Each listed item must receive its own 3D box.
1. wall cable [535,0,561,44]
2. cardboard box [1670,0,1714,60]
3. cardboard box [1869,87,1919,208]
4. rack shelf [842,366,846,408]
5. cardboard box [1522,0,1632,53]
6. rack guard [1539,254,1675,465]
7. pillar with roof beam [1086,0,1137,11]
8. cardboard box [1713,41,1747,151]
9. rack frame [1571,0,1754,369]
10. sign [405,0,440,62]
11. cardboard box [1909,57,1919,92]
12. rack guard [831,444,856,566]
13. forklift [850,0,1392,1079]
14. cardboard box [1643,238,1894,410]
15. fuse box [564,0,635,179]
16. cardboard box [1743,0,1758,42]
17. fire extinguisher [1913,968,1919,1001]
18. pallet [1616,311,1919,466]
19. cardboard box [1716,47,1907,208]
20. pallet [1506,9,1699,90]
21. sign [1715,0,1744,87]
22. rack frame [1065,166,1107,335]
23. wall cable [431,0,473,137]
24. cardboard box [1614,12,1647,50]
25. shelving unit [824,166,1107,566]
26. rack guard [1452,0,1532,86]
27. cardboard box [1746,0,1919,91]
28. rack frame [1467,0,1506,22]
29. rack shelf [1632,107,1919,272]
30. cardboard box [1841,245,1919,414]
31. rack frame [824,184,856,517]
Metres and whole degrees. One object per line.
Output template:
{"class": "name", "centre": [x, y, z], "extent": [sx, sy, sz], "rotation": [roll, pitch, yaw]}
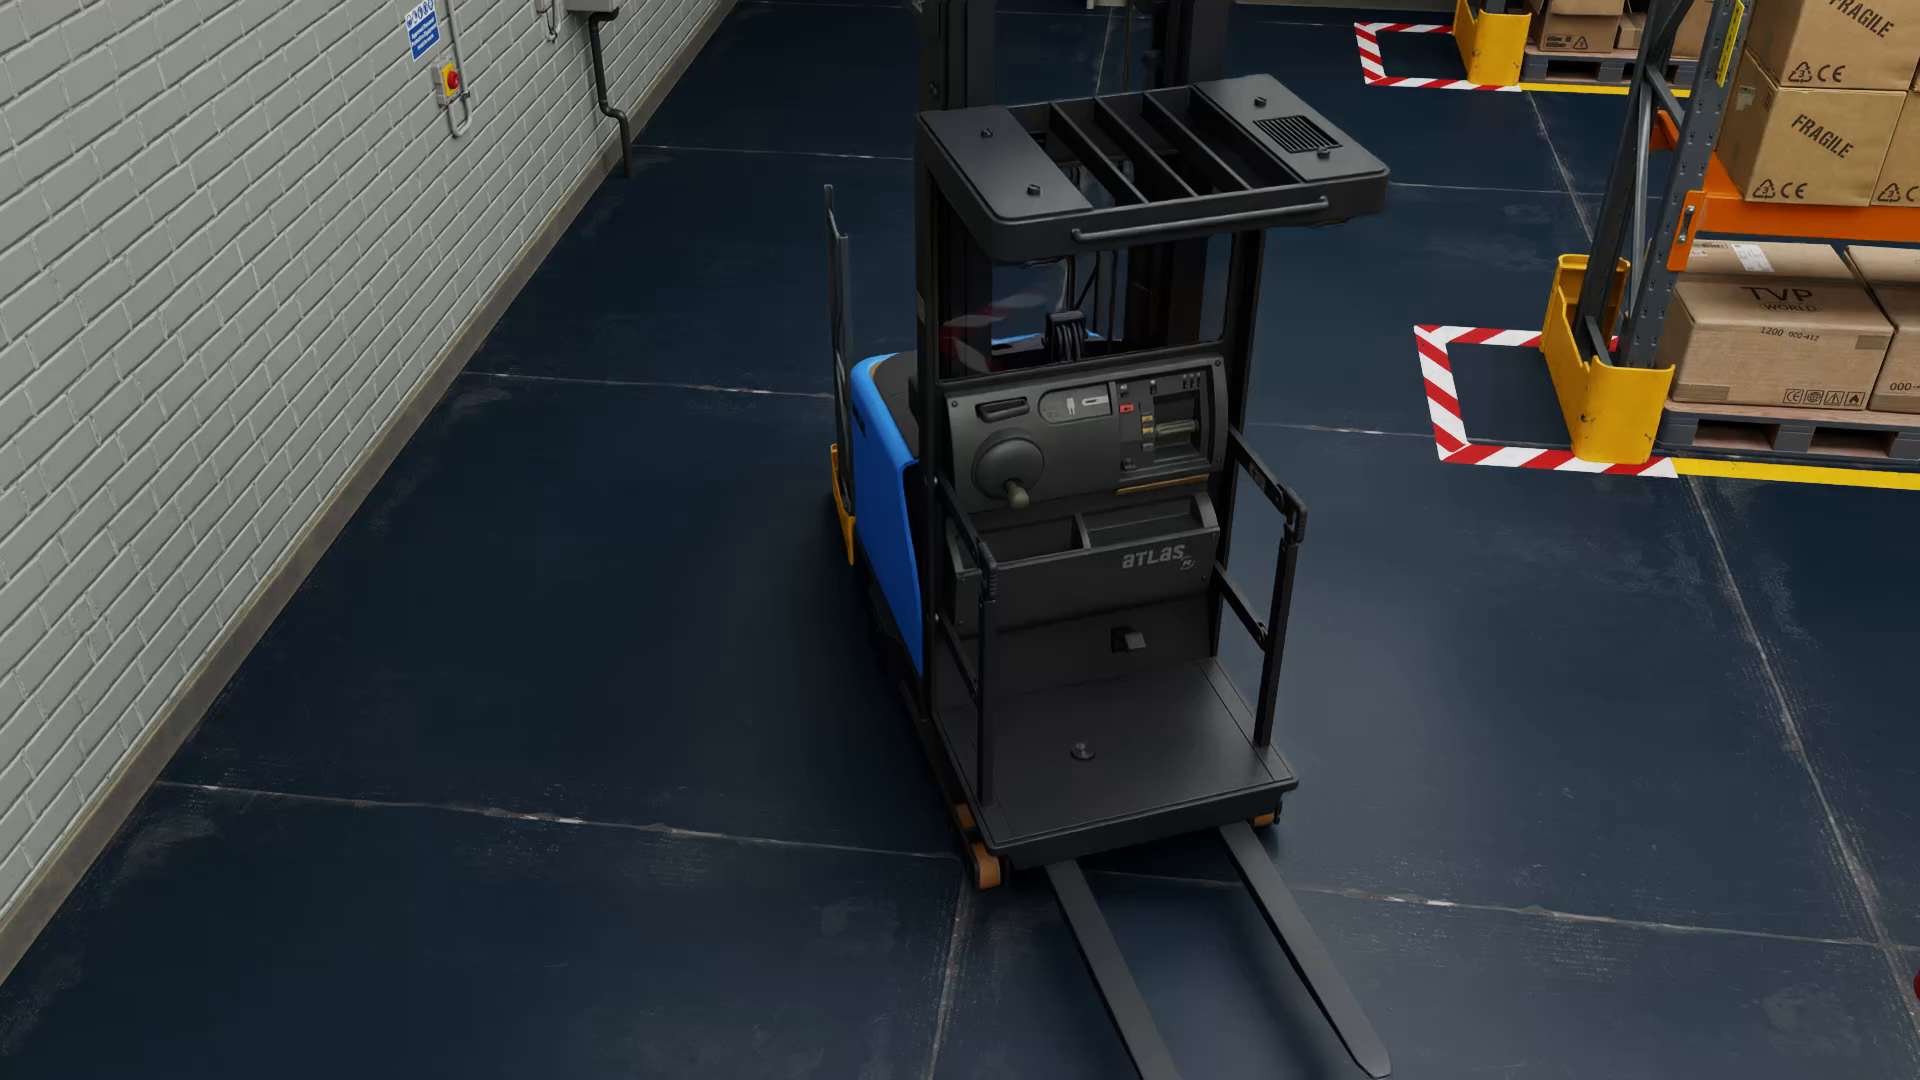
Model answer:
{"class": "wall cable", "centre": [-2.284, -3.548, 8.765], "extent": [0.122, 1.984, 0.588], "rotation": [4, 36, 6]}
{"class": "cardboard box", "centre": [5.209, -3.741, 11.700], "extent": [0.500, 0.500, 0.700], "rotation": [6, 36, 8]}
{"class": "cardboard box", "centre": [4.087, -1.731, 7.008], "extent": [0.500, 0.500, 0.500], "rotation": [4, 36, 5]}
{"class": "rack shelf", "centre": [0.015, -0.579, 7.080], "extent": [1.000, 0.185, 0.538], "rotation": [-6, 36, -9]}
{"class": "cardboard box", "centre": [4.366, -3.828, 11.819], "extent": [0.637, 0.503, 0.797], "rotation": [3, 36, 4]}
{"class": "rack guard", "centre": [3.119, -0.897, 8.077], "extent": [0.348, 0.500, 1.175], "rotation": [4, 36, 6]}
{"class": "pillar with roof beam", "centre": [0.663, -5.453, 7.145], "extent": [0.400, 9.000, 9.100], "rotation": [4, 36, 6]}
{"class": "cardboard box", "centre": [3.655, -2.070, 7.483], "extent": [0.500, 0.500, 0.500], "rotation": [4, 36, 6]}
{"class": "rack frame", "centre": [3.143, -1.913, 7.348], "extent": [0.127, 3.000, 1.000], "rotation": [4, 36, 6]}
{"class": "sign", "centre": [-2.520, -2.403, 7.803], "extent": [0.001, 0.218, 0.327], "rotation": [4, 36, 6]}
{"class": "cardboard box", "centre": [4.096, -2.127, 6.701], "extent": [0.500, 0.500, 0.500], "rotation": [3, 36, 5]}
{"class": "rack guard", "centre": [-0.483, -0.162, 7.262], "extent": [0.087, 0.250, 0.587], "rotation": [-6, 36, -9]}
{"class": "forklift", "centre": [0.476, -0.277, 5.115], "extent": [1.130, 2.935, 3.031], "rotation": [-10, 37, -14]}
{"class": "cardboard box", "centre": [3.810, -1.050, 7.983], "extent": [0.875, 0.438, 0.875], "rotation": [3, 36, 4]}
{"class": "fuse box", "centre": [-2.041, -2.992, 9.969], "extent": [0.414, 1.711, 0.539], "rotation": [4, 36, 6]}
{"class": "cardboard box", "centre": [3.651, -2.462, 7.171], "extent": [0.500, 0.500, 0.500], "rotation": [5, 36, 8]}
{"class": "fire extinguisher", "centre": [2.421, 0.846, 3.871], "extent": [0.183, 0.674, 0.296], "rotation": [4, 36, 6]}
{"class": "pallet", "centre": [3.946, -0.764, 8.138], "extent": [1.213, 0.211, 1.003], "rotation": [4, 36, 6]}
{"class": "cardboard box", "centre": [3.582, -1.753, 7.037], "extent": [0.500, 0.500, 0.500], "rotation": [4, 36, 6]}
{"class": "pallet", "centre": [4.637, -3.574, 12.076], "extent": [1.213, 0.211, 1.003], "rotation": [4, 36, 6]}
{"class": "sign", "centre": [3.066, -1.978, 6.626], "extent": [0.005, 0.325, 0.100], "rotation": [4, 36, 6]}
{"class": "rack frame", "centre": [0.515, -0.781, 7.053], "extent": [0.032, 1.500, 0.500], "rotation": [-6, 36, -9]}
{"class": "wall cable", "centre": [-2.453, -2.743, 7.610], "extent": [0.123, 1.953, 0.585], "rotation": [4, 36, 6]}
{"class": "cardboard box", "centre": [4.782, -3.630, 11.847], "extent": [0.250, 0.149, 0.380], "rotation": [3, 36, 4]}
{"class": "shelving unit", "centre": [0.006, -0.725, 6.975], "extent": [1.083, 1.500, 0.587], "rotation": [-6, 36, -9]}
{"class": "rack guard", "centre": [3.847, -3.750, 12.074], "extent": [0.348, 0.500, 1.175], "rotation": [4, 36, 6]}
{"class": "cardboard box", "centre": [3.582, -2.161, 6.749], "extent": [0.500, 0.500, 0.500], "rotation": [4, 36, 5]}
{"class": "rack frame", "centre": [3.771, -4.773, 11.356], "extent": [0.127, 3.000, 1.000], "rotation": [4, 36, 6]}
{"class": "rack shelf", "centre": [5.126, -1.472, 7.350], "extent": [4.000, 0.370, 1.077], "rotation": [4, 36, 6]}
{"class": "cardboard box", "centre": [4.719, -0.987, 7.895], "extent": [0.875, 0.438, 0.875], "rotation": [5, 36, 7]}
{"class": "rack frame", "centre": [-0.484, -0.671, 6.899], "extent": [0.032, 1.500, 0.500], "rotation": [-6, 36, -9]}
